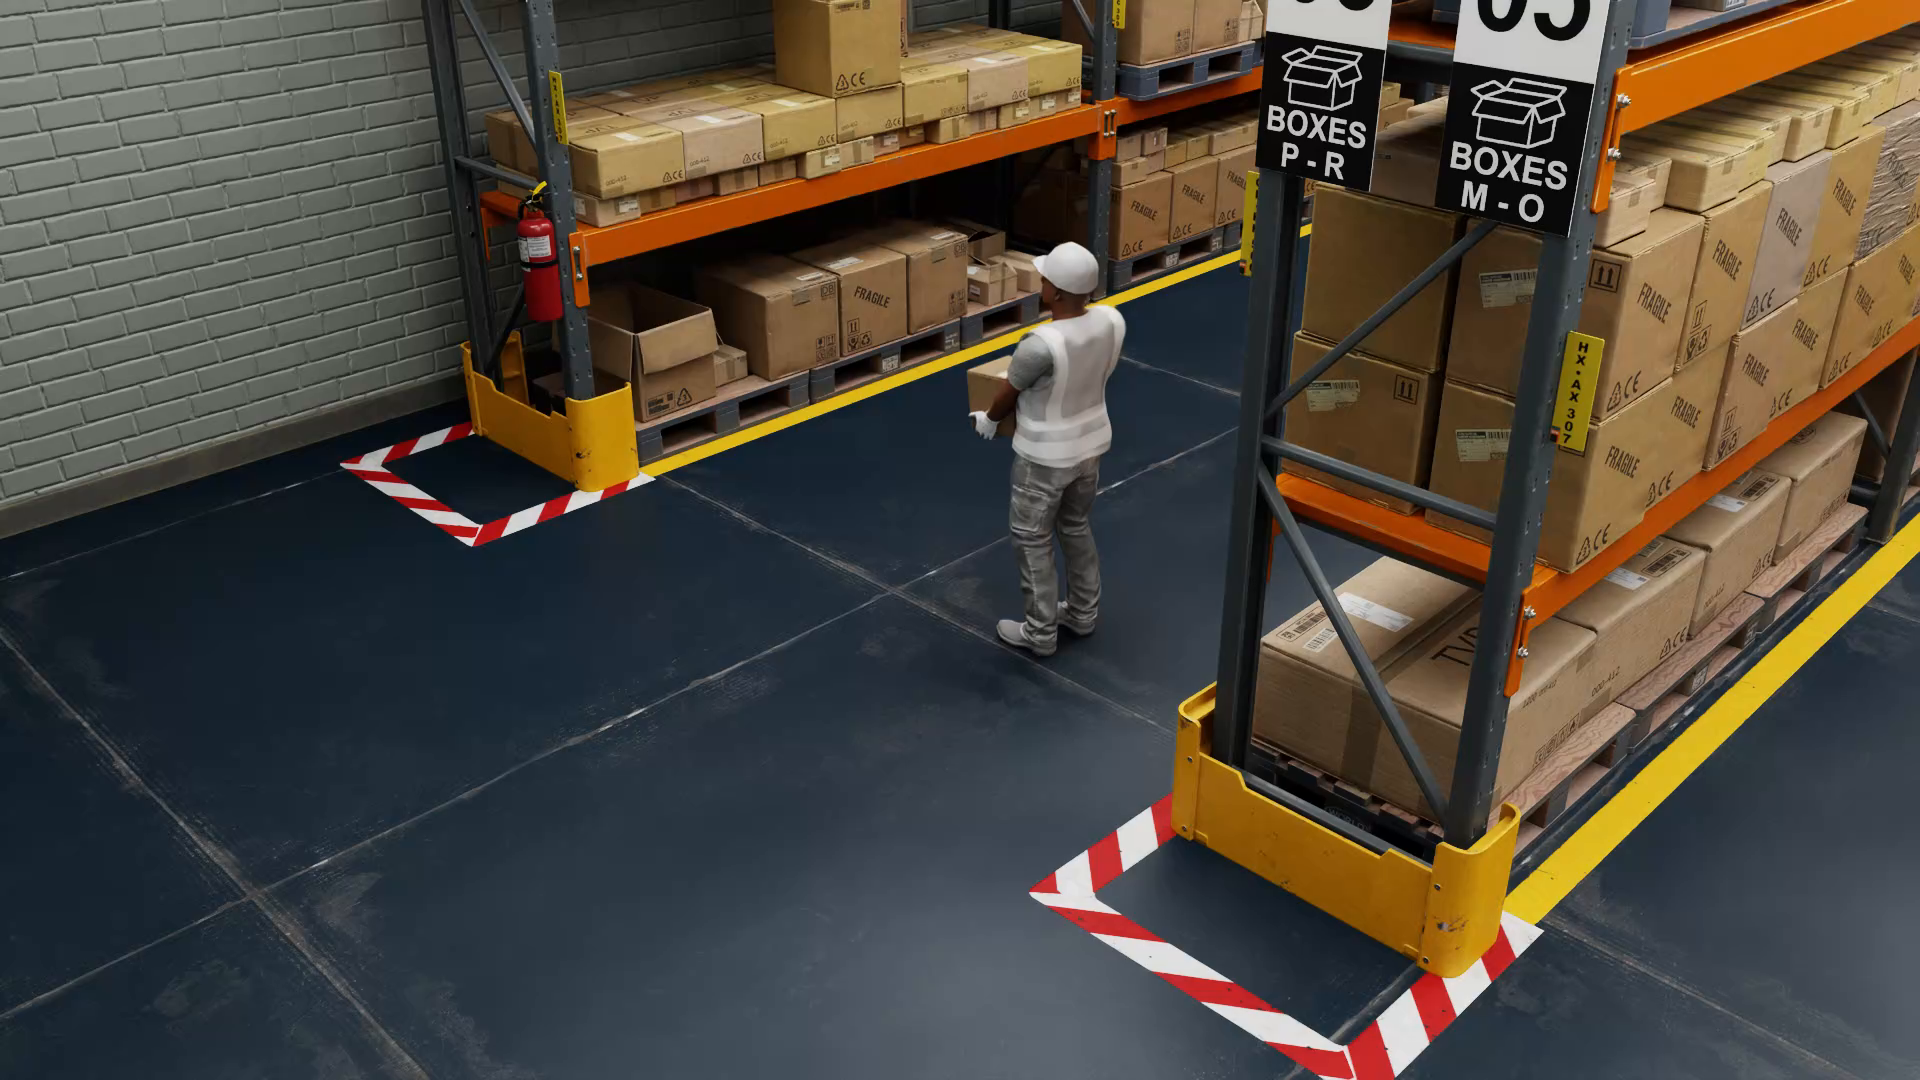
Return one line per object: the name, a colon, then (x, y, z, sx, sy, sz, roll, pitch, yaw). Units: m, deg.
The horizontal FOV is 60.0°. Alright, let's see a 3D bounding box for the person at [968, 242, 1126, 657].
person: (0.324, -0.398, 6.866, 0.488, 1.778, 0.581, -24, 36, -38)
